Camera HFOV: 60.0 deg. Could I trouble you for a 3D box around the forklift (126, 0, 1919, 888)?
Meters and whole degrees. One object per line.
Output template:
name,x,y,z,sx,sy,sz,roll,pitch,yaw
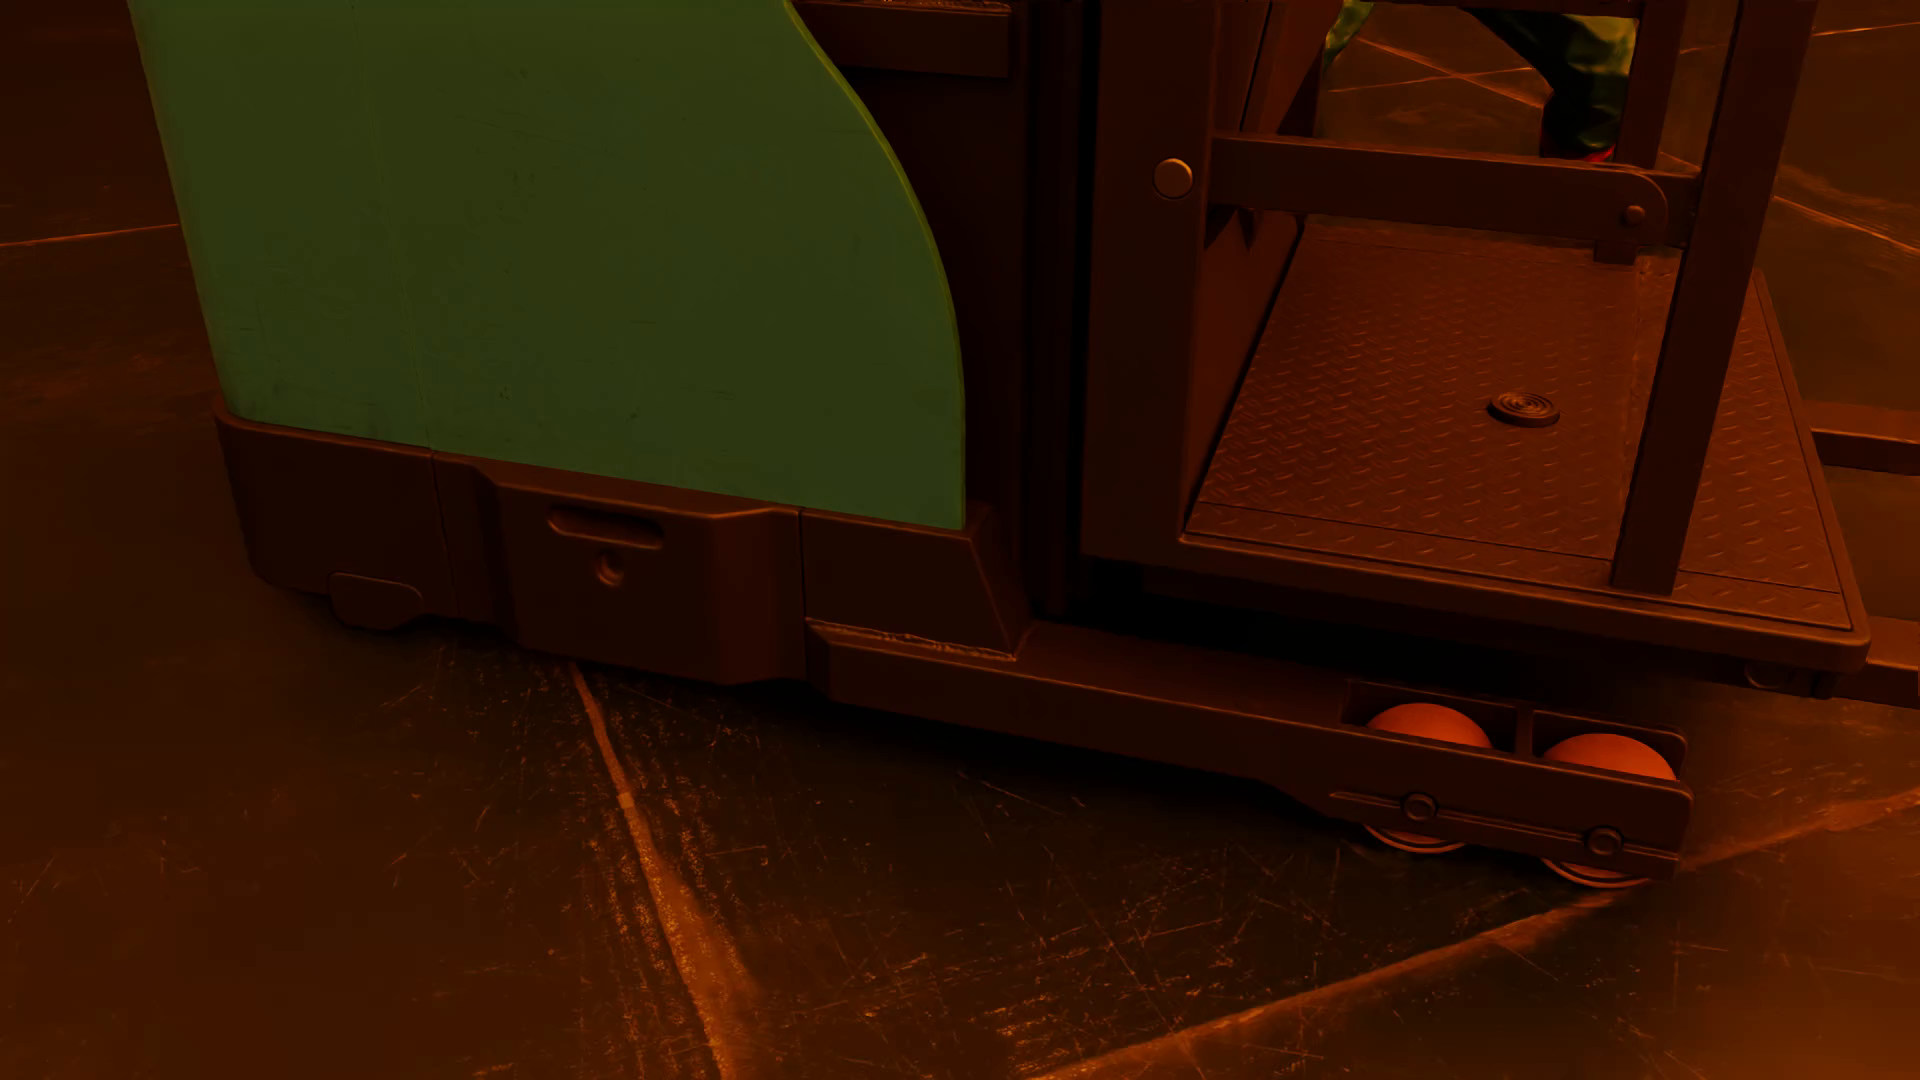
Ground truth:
forklift,0.586,-1.187,1.622,3.031,2.935,1.130,9,31,15

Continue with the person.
person,0.910,-1.116,2.859,1.313,1.540,0.846,-4,30,-8
